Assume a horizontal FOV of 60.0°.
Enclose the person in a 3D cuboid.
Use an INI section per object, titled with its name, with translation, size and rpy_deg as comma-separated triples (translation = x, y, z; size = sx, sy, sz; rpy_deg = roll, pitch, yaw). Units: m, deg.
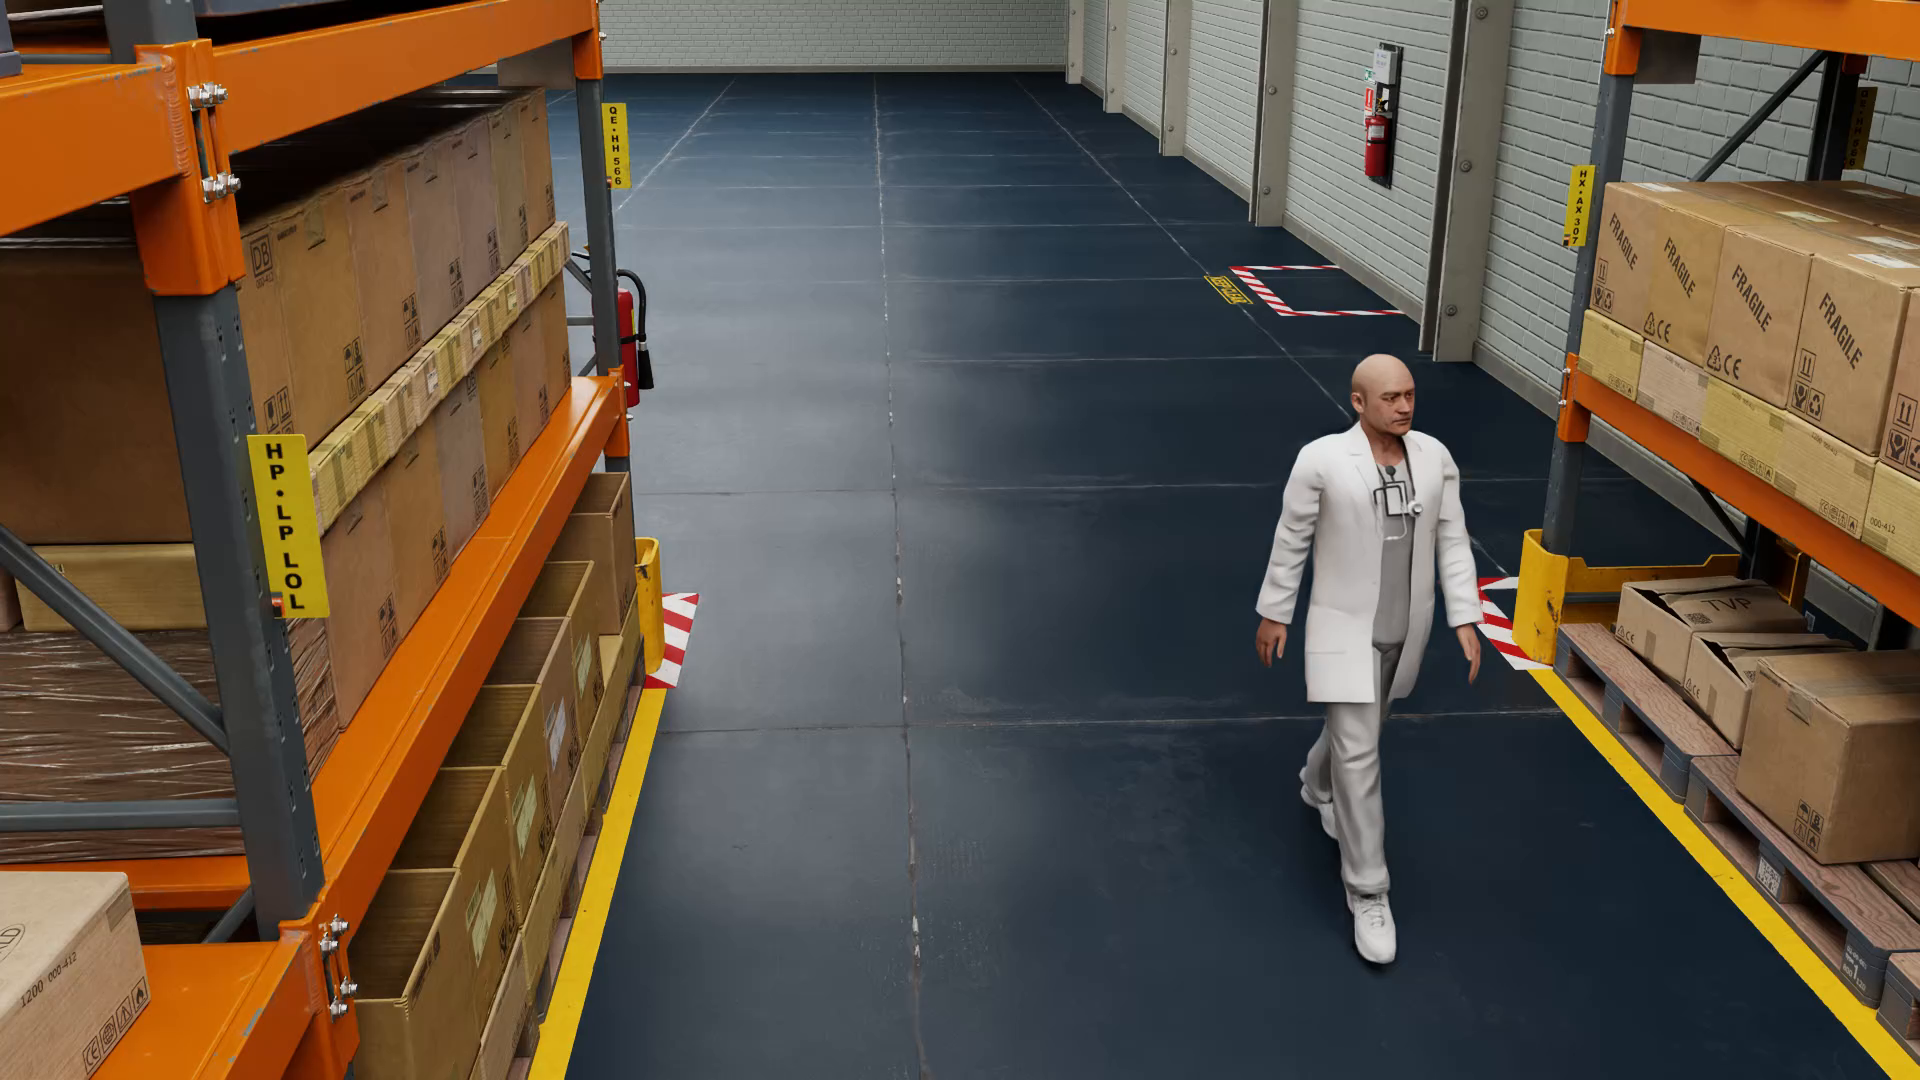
[person]
translation = 1.339, 0.304, 5.220
size = 0.616, 1.727, 1.080
rpy_deg = -6, 21, -16
